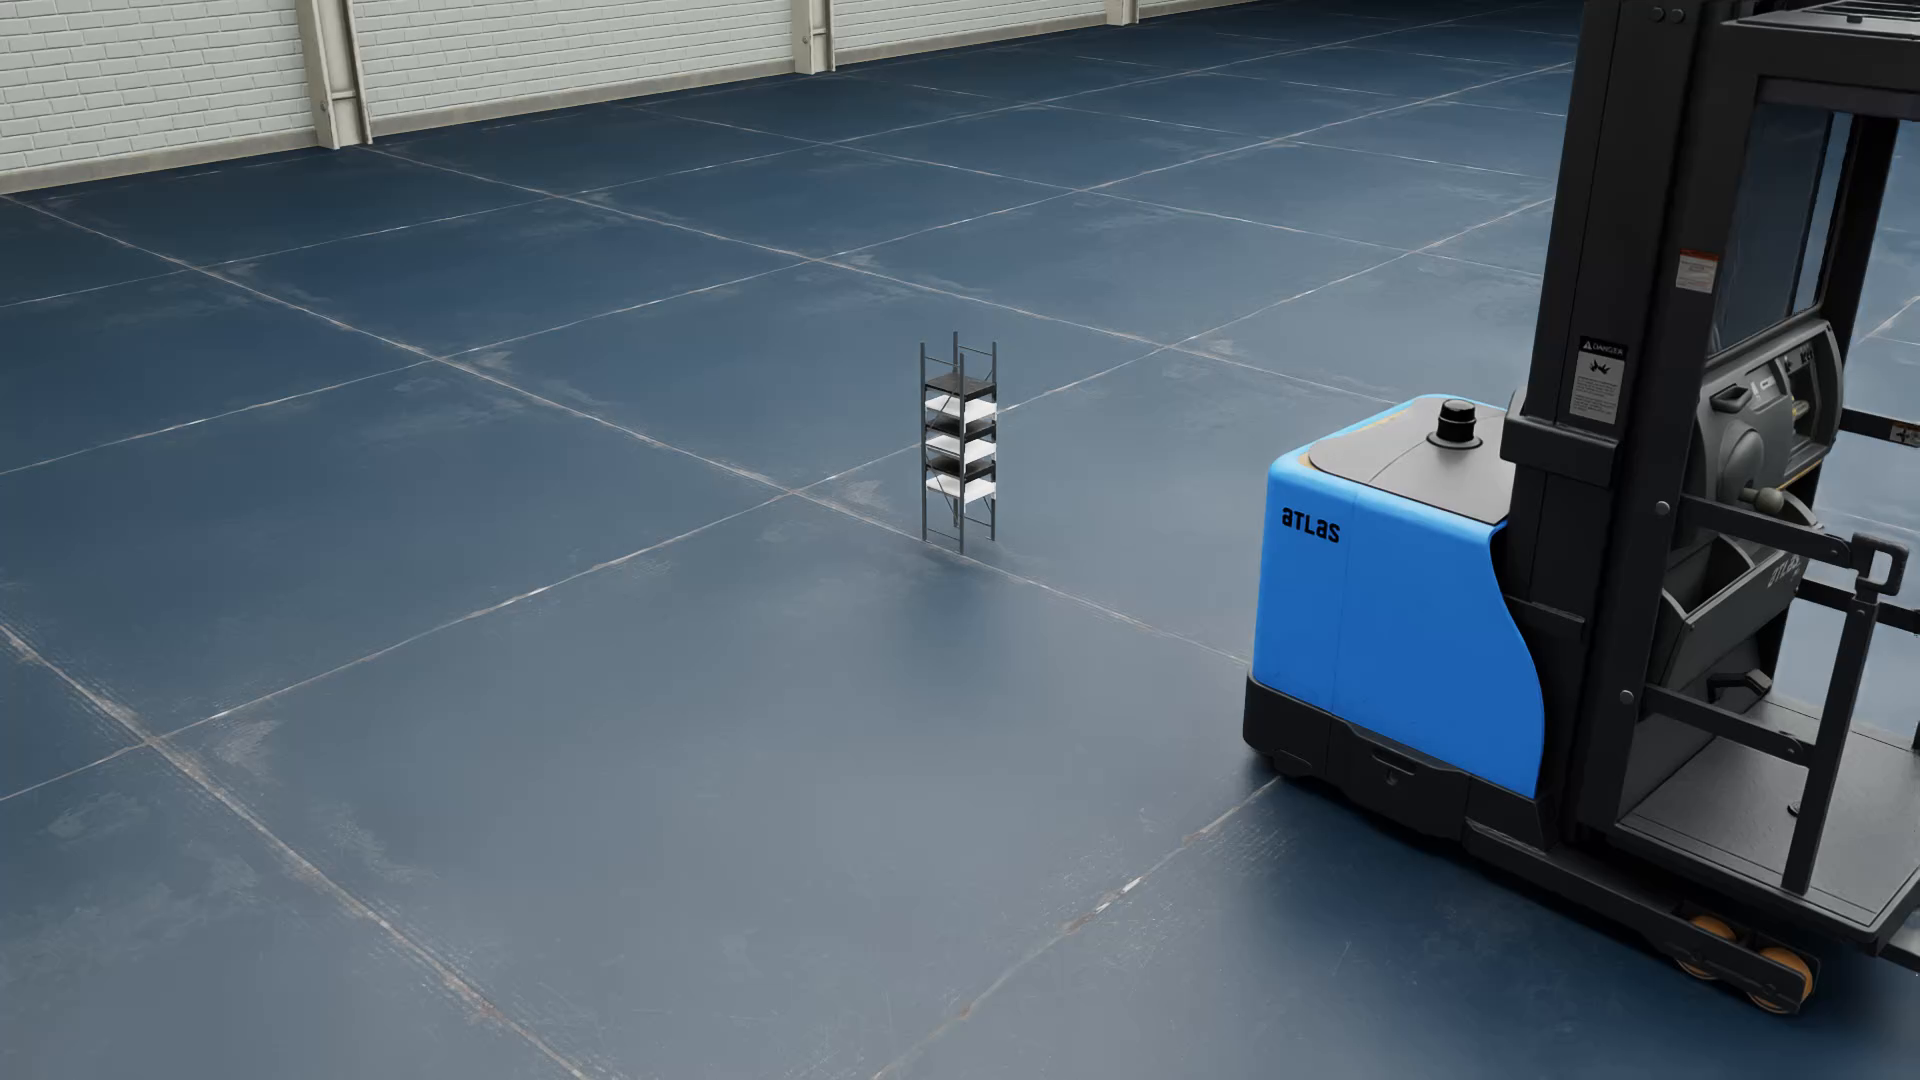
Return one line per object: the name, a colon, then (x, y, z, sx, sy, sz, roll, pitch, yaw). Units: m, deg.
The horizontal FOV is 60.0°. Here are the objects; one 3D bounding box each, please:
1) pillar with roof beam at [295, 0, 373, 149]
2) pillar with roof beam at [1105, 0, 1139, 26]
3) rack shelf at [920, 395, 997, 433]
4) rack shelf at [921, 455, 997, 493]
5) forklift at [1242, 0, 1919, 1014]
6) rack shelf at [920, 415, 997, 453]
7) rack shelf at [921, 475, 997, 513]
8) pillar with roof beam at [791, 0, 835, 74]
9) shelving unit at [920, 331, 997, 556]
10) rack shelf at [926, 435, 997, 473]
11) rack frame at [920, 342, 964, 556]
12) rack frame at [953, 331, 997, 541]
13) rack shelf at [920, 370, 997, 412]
pillar with roof beam: (-2.507, -6.609, 10.991, 9.100, 9.000, 0.400, 20, 31, 38)
pillar with roof beam: (5.502, -10.265, 19.145, 9.100, 9.000, 0.400, 20, 31, 38)
rack shelf: (-0.005, -0.542, 7.000, 0.258, 0.077, 0.200, 20, 31, 38)
rack shelf: (-0.005, -0.296, 7.111, 0.258, 0.077, 0.200, 20, 31, 38)
forklift: (2.342, -0.317, 4.373, 1.130, 2.935, 3.031, -22, 32, -40)
rack shelf: (-0.005, -0.460, 7.037, 0.258, 0.077, 0.200, 20, 31, 38)
rack shelf: (-0.005, -0.213, 7.148, 0.258, 0.077, 0.200, 20, 31, 38)
pillar with roof beam: (1.497, -8.437, 15.068, 9.100, 9.000, 0.400, 20, 31, 38)
shelving unit: (-0.005, -0.408, 7.060, 0.258, 0.900, 0.210, 20, 31, 38)
rack shelf: (-0.005, -0.378, 7.074, 0.258, 0.077, 0.200, 20, 31, 38)
rack frame: (-0.073, -0.377, 6.991, 0.240, 0.900, 0.006, 20, 31, 38)
rack frame: (0.062, -0.439, 7.129, 0.240, 0.900, 0.006, 20, 31, 38)
rack shelf: (-0.005, -0.624, 6.964, 0.258, 0.077, 0.200, 20, 31, 38)
